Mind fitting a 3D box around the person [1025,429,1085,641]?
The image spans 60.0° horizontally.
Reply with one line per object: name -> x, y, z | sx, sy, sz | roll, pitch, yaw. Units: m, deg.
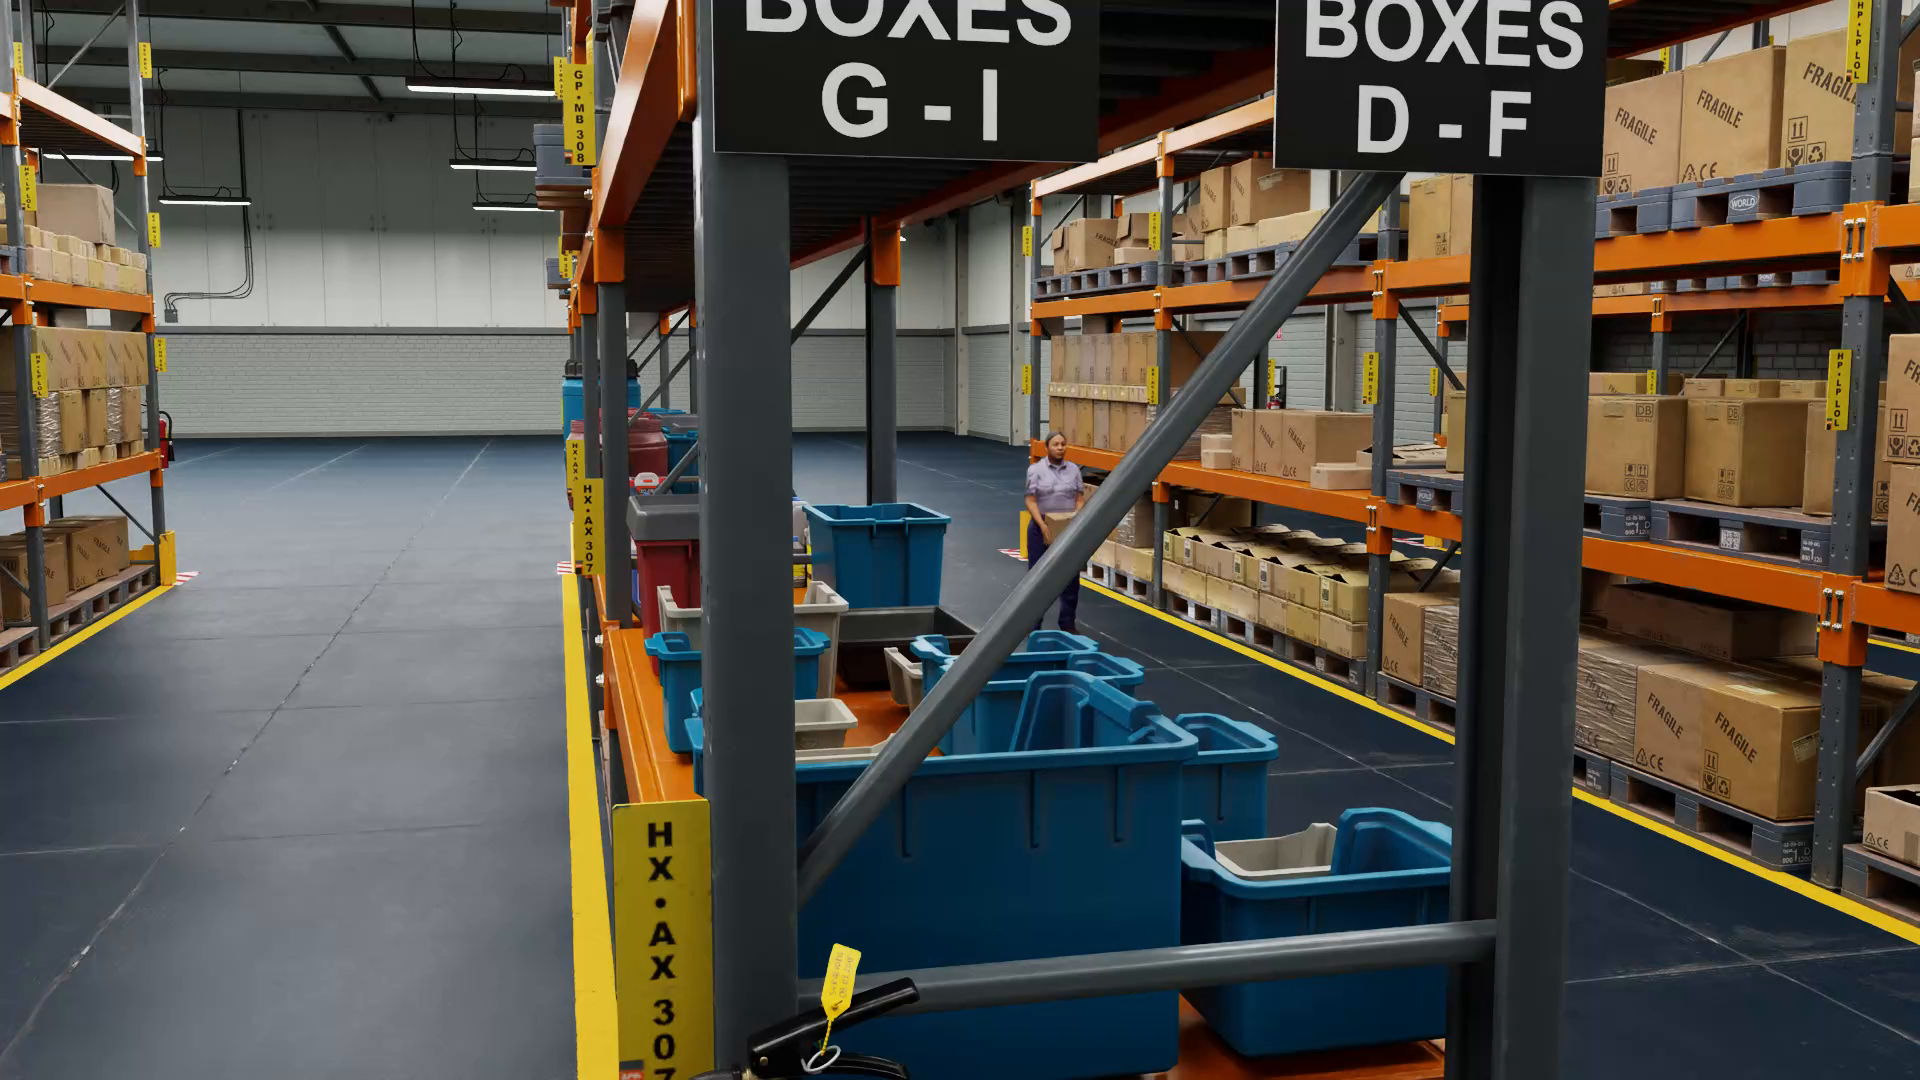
person -> 0.756, -0.036, 13.034 | 0.494, 1.655, 0.463 | -2, 6, -14
